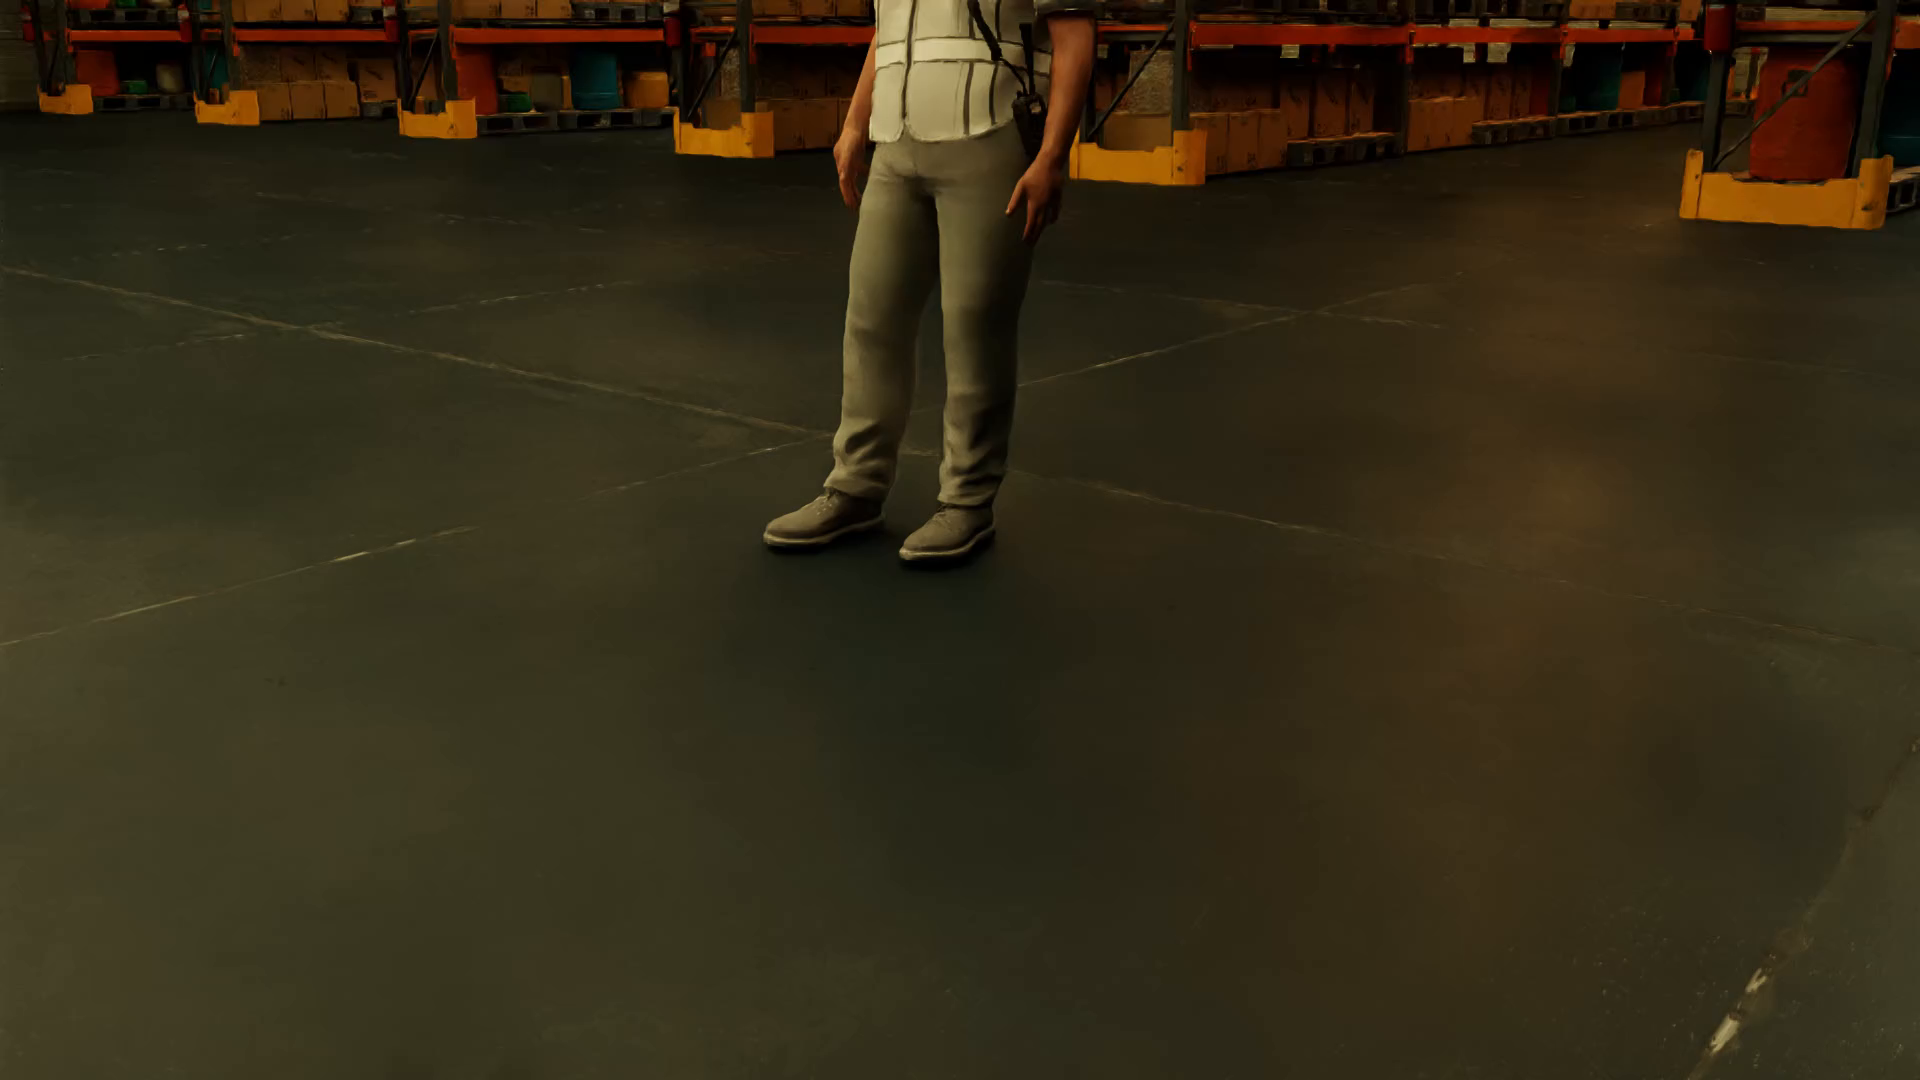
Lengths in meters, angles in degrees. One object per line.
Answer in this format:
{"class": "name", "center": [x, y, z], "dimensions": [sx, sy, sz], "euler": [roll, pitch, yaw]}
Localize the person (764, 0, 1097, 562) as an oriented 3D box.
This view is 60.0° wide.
{"class": "person", "center": [-0.059, -0.845, 3.631], "dimensions": [0.640, 1.781, 0.574], "euler": [13, 21, 37]}
